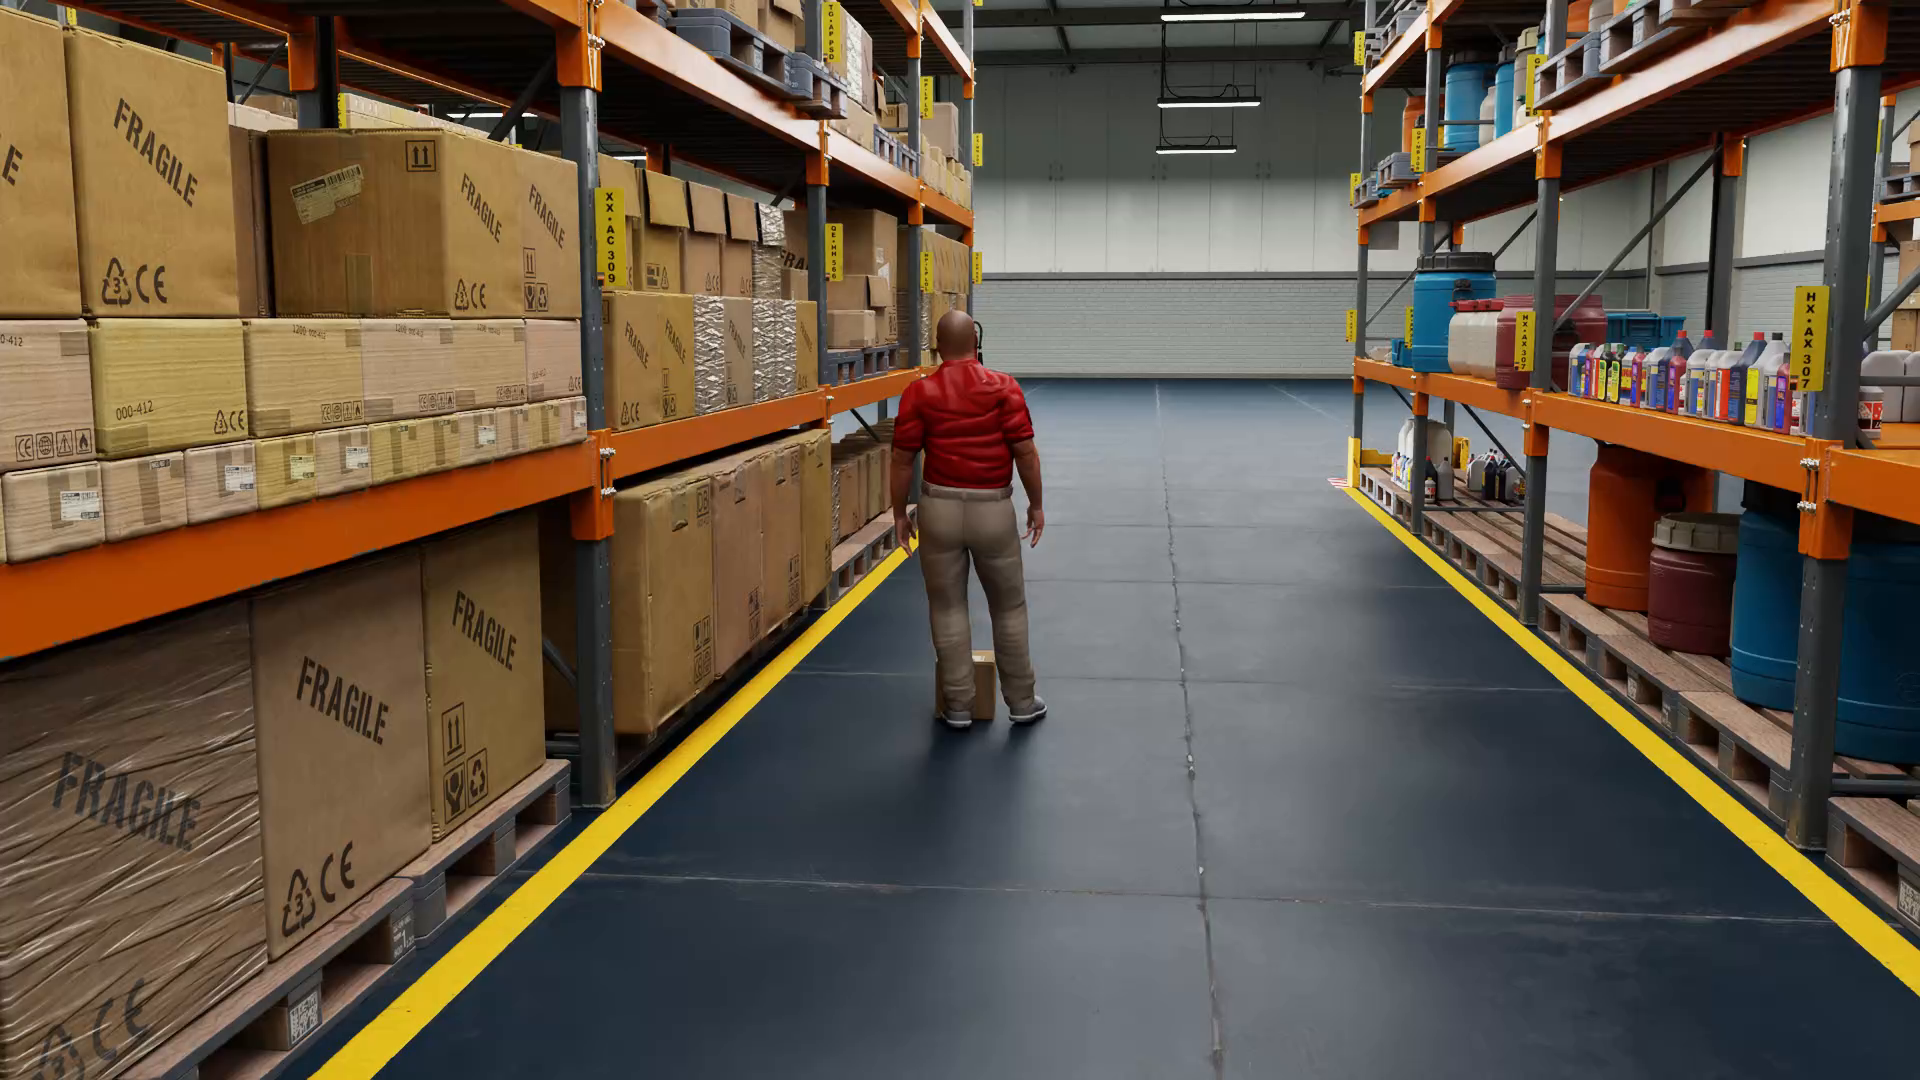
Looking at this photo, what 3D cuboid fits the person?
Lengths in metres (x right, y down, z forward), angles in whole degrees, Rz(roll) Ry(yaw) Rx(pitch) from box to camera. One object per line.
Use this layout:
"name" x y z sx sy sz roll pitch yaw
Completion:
"person" 0.043 -0.086 6.939 0.641 1.727 0.551 1 8 4
